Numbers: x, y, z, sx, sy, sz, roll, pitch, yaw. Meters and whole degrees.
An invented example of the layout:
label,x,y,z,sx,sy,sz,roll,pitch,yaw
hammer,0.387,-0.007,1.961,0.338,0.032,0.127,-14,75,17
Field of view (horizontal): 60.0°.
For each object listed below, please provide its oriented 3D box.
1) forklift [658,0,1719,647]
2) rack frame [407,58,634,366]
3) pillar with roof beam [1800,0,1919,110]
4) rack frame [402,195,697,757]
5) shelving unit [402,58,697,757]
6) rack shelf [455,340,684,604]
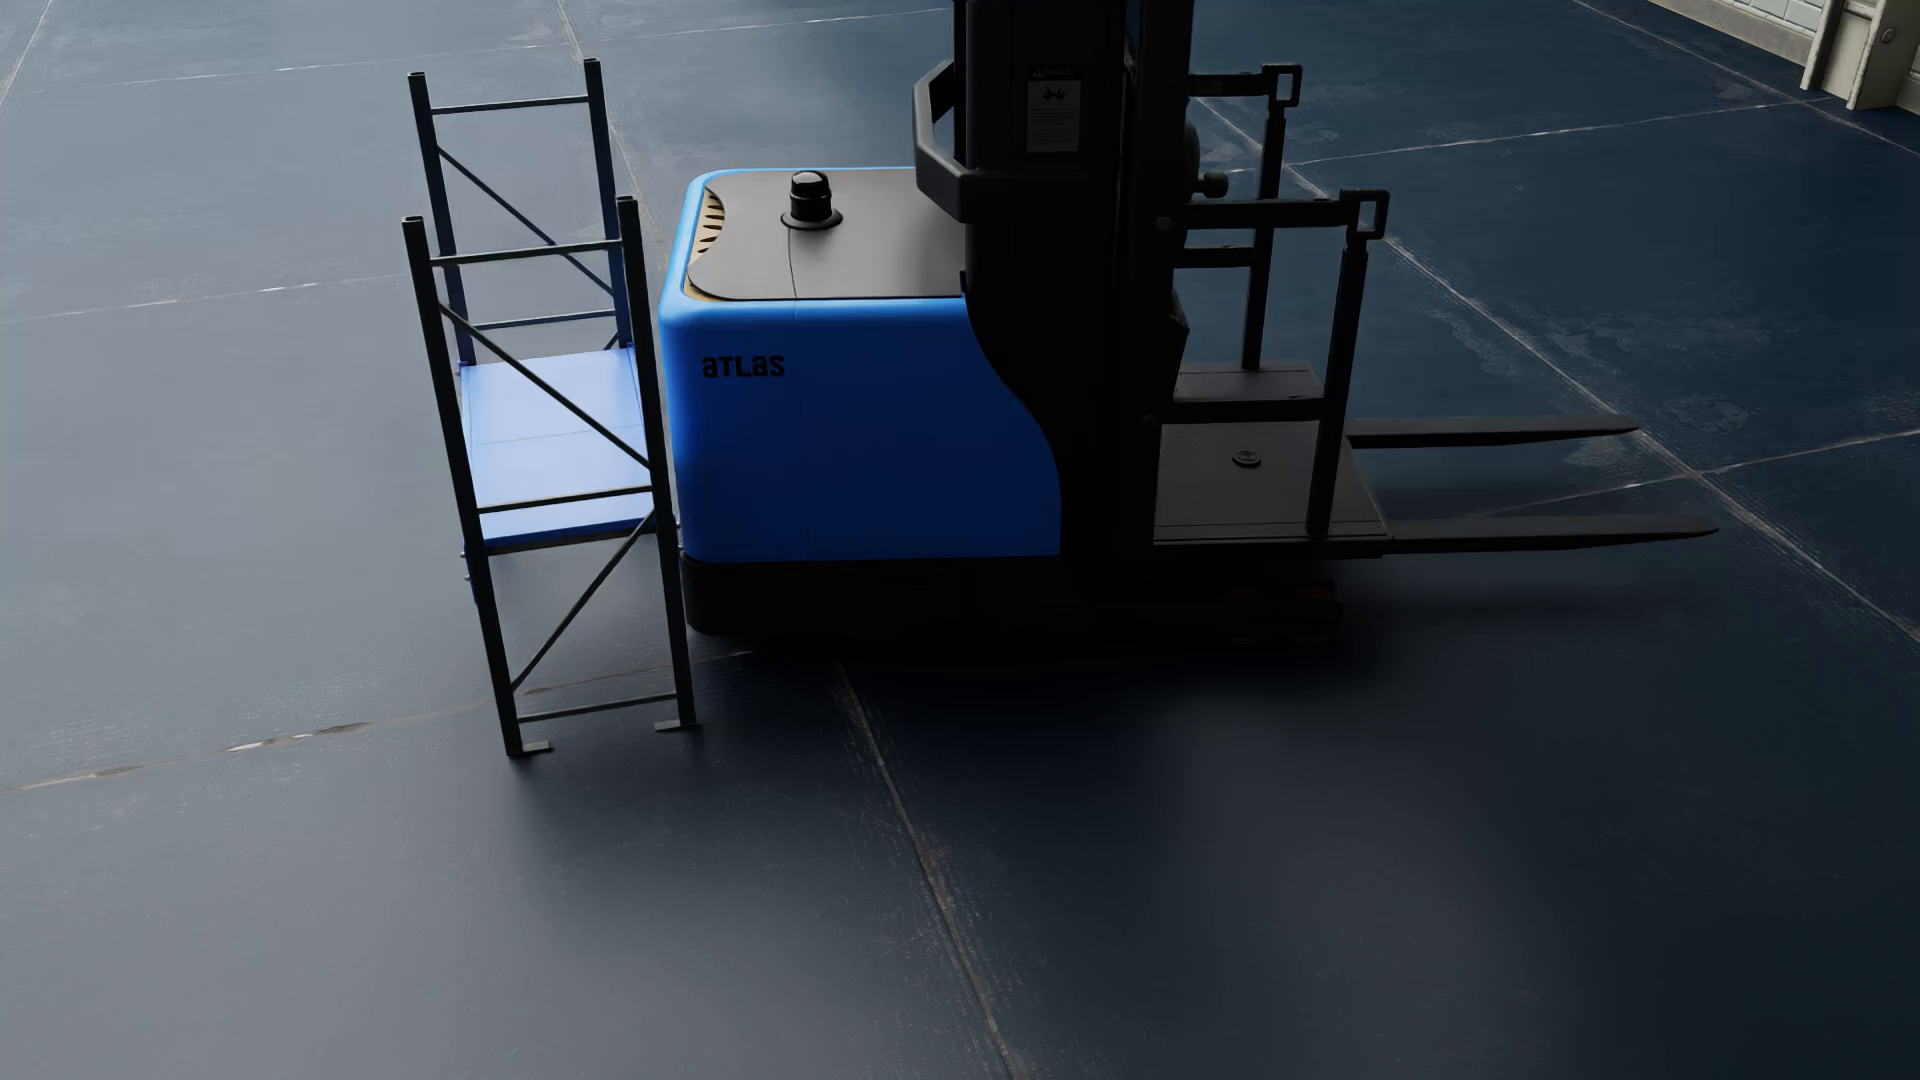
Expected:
label,x,y,z,sx,sy,sz,roll,pitch,yaw
forklift,0.707,-1.213,4.427,3.031,2.935,1.130,-1,33,-2
rack frame,-1.217,-0.639,4.856,0.500,1.500,0.032,-8,34,-12
pillar with roof beam,0.615,-5.387,5.240,9.100,9.000,0.400,-10,35,-15
rack frame,-0.957,-0.097,4.036,0.500,1.500,0.032,-8,34,-12
shelving unit,-1.087,-0.368,4.446,0.538,1.500,1.048,-8,34,-12
rack shelf,-1.087,-0.218,4.545,0.538,0.185,1.000,-8,34,-12
